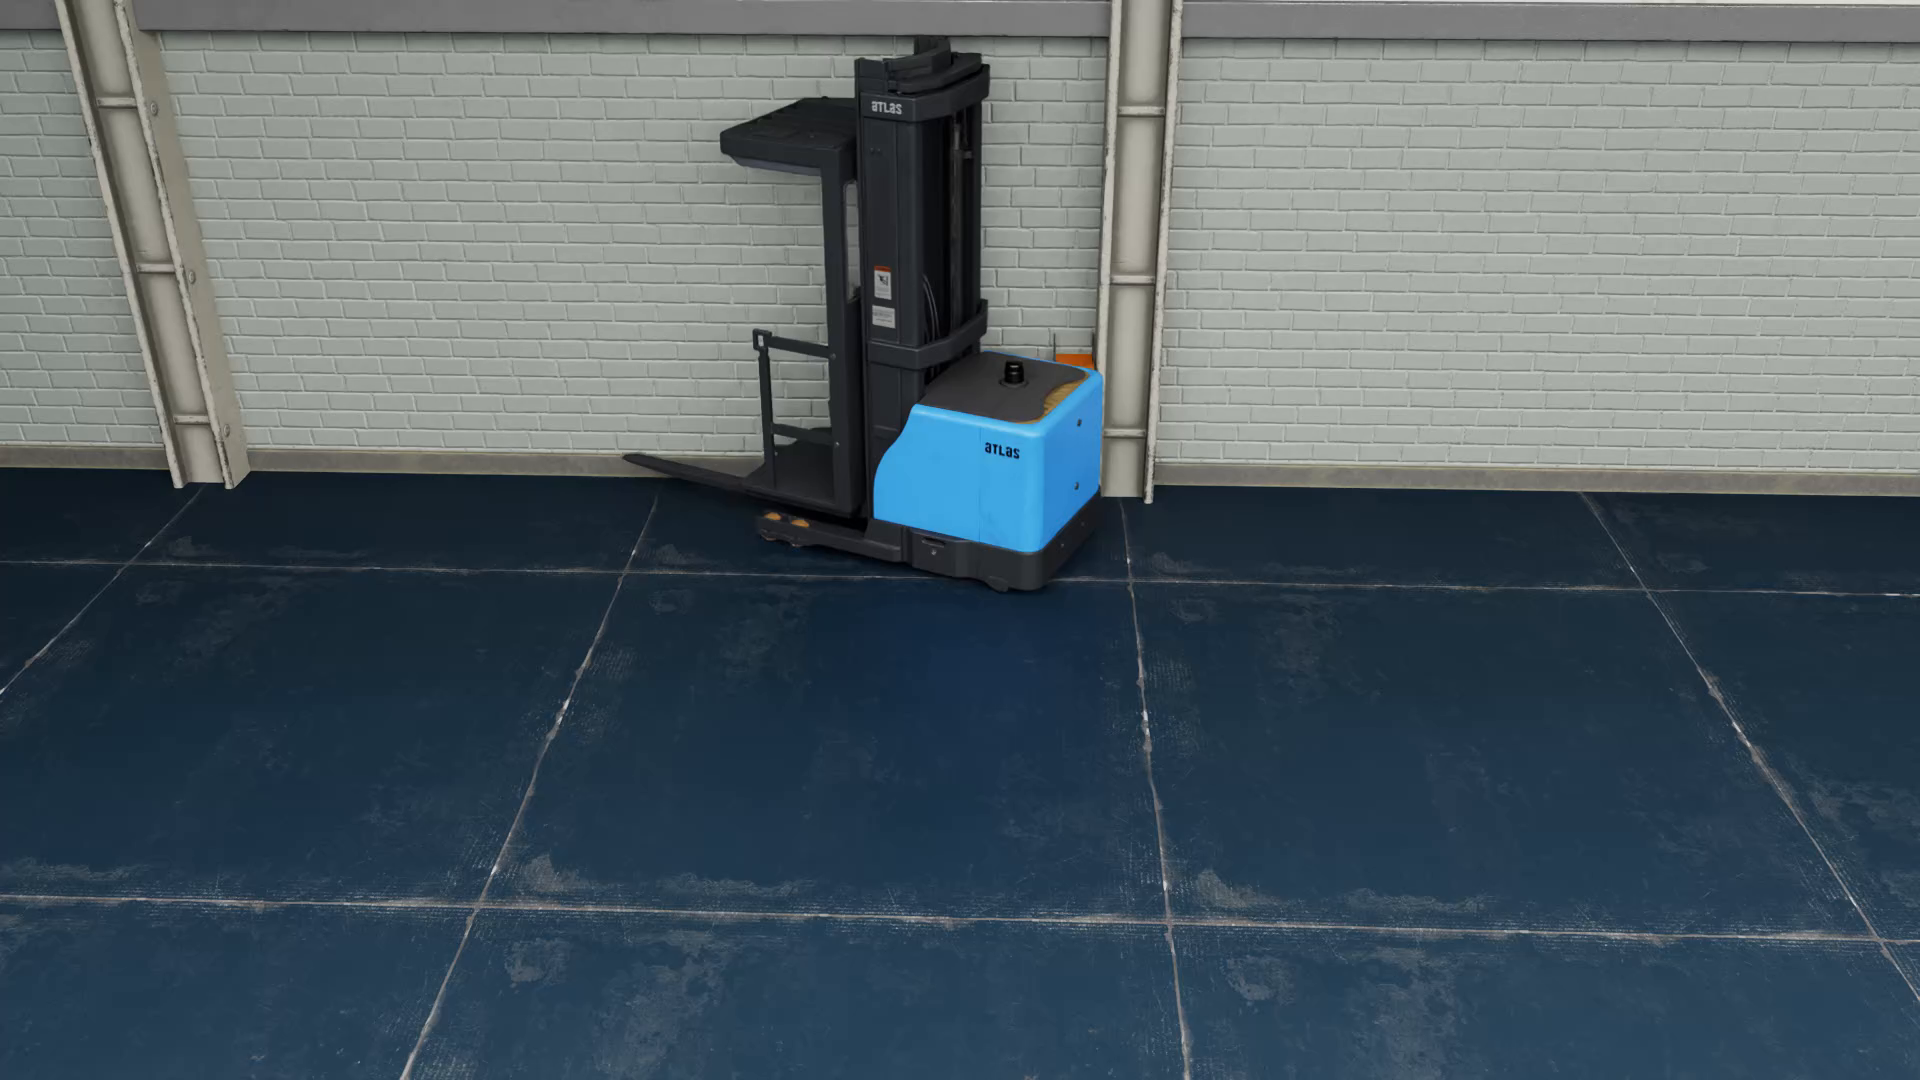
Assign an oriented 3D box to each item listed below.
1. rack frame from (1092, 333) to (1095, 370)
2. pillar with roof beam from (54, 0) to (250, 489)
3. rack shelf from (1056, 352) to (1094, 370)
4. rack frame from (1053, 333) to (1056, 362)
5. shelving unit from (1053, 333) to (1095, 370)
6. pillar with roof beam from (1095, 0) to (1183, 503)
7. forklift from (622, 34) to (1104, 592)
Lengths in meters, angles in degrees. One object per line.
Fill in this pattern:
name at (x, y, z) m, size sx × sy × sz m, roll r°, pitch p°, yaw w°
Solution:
rack frame at (0.836, -0.786, 10.604) m, size 0.008 × 1.050 × 0.200 m, roll 1°, pitch 26°, yaw 1°
pillar with roof beam at (-5.101, -2.372, 5.116) m, size 0.400 × 9.000 × 9.100 m, roll 1°, pitch 28°, yaw 2°
rack shelf at (0.714, -1.032, 10.486) m, size 0.240 × 0.259 × 0.215 m, roll 1°, pitch 26°, yaw 1°
rack frame at (0.592, -0.788, 10.608) m, size 0.008 × 1.050 × 0.200 m, roll 1°, pitch 26°, yaw 1°
shelving unit at (0.714, -0.787, 10.606) m, size 0.252 × 1.050 × 0.215 m, roll 1°, pitch 26°, yaw 1°
pillar with roof beam at (0.895, -2.272, 4.929) m, size 0.400 × 9.000 × 9.100 m, roll 1°, pitch 28°, yaw 2°
forklift at (-0.689, -1.459, 9.873) m, size 3.031 × 2.935 × 1.130 m, roll 13°, pitch 31°, yaw 23°
